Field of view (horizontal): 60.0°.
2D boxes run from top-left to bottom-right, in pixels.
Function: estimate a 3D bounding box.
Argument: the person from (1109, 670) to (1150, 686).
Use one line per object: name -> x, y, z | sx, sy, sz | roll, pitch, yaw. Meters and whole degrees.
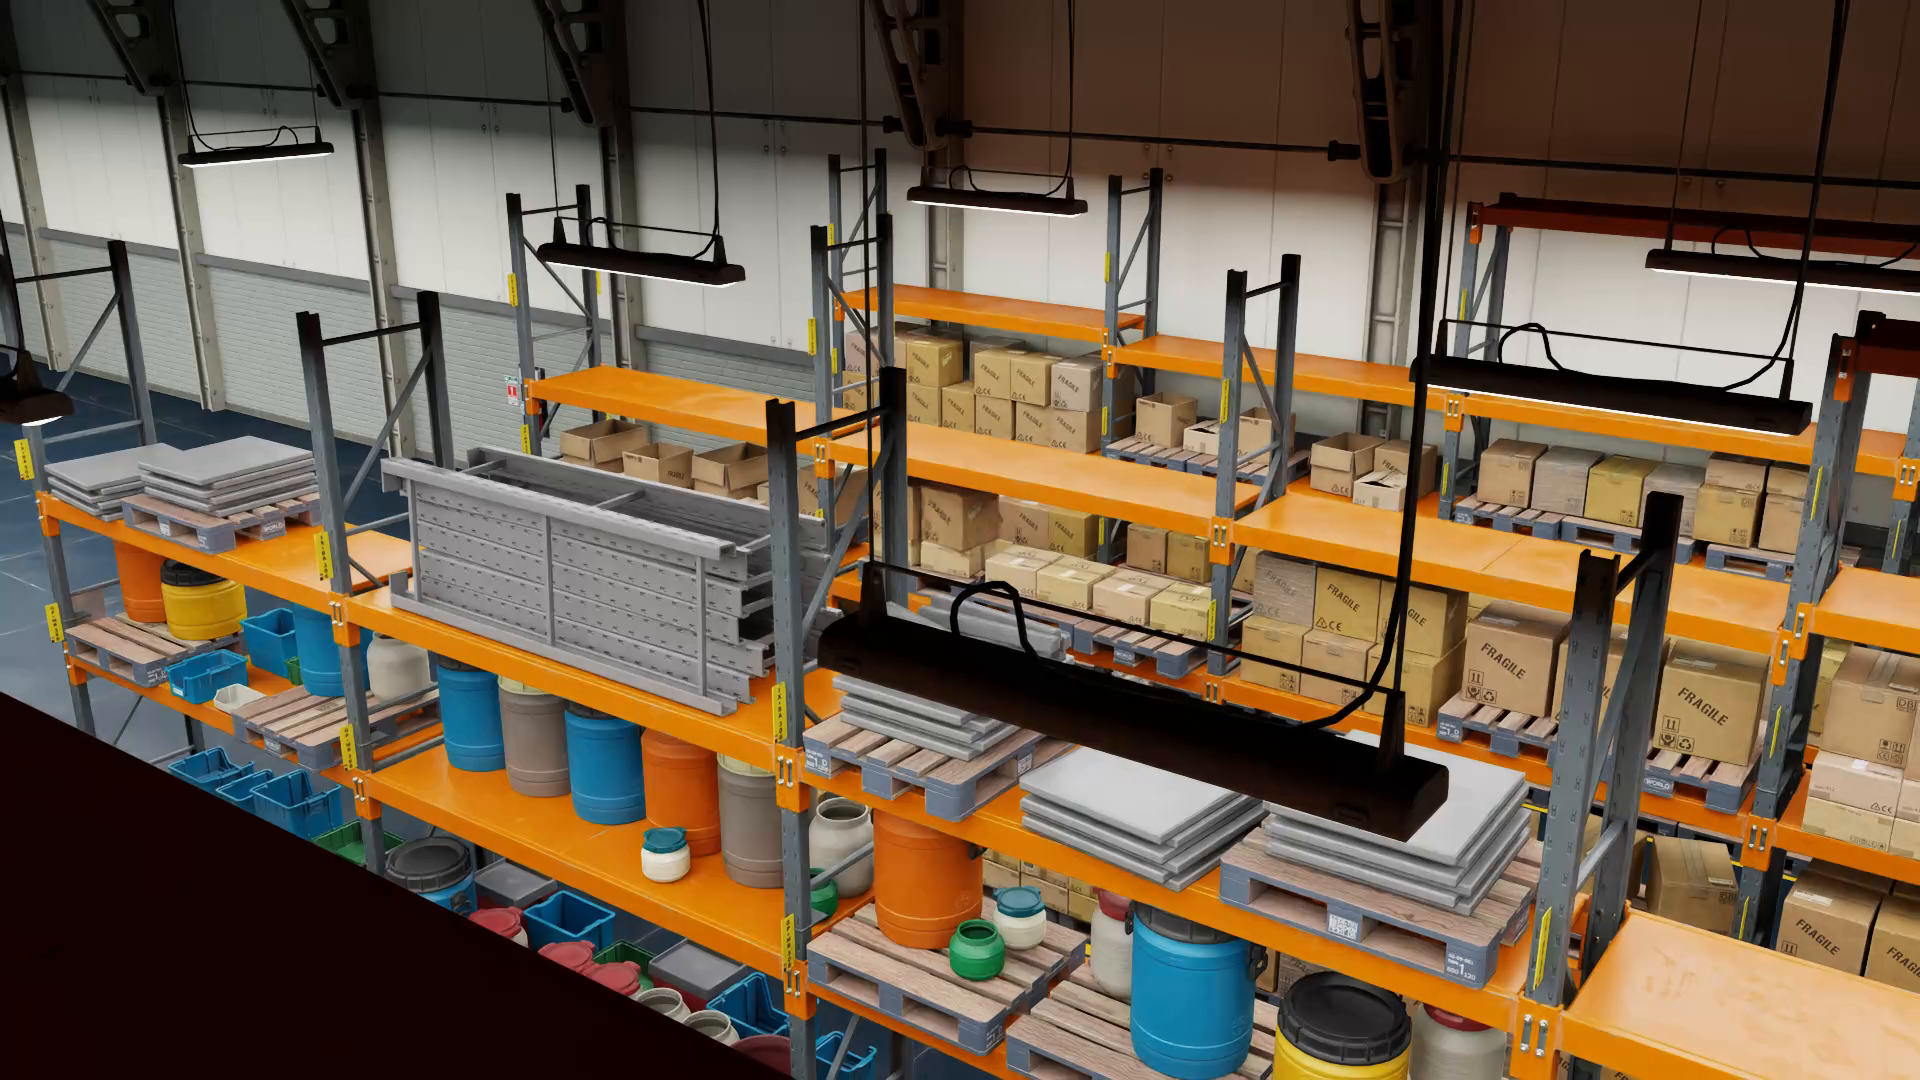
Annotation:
person -> 1.704, 1.625, 17.467 | 1.062, 1.710, 0.611 | 9, 21, 26
